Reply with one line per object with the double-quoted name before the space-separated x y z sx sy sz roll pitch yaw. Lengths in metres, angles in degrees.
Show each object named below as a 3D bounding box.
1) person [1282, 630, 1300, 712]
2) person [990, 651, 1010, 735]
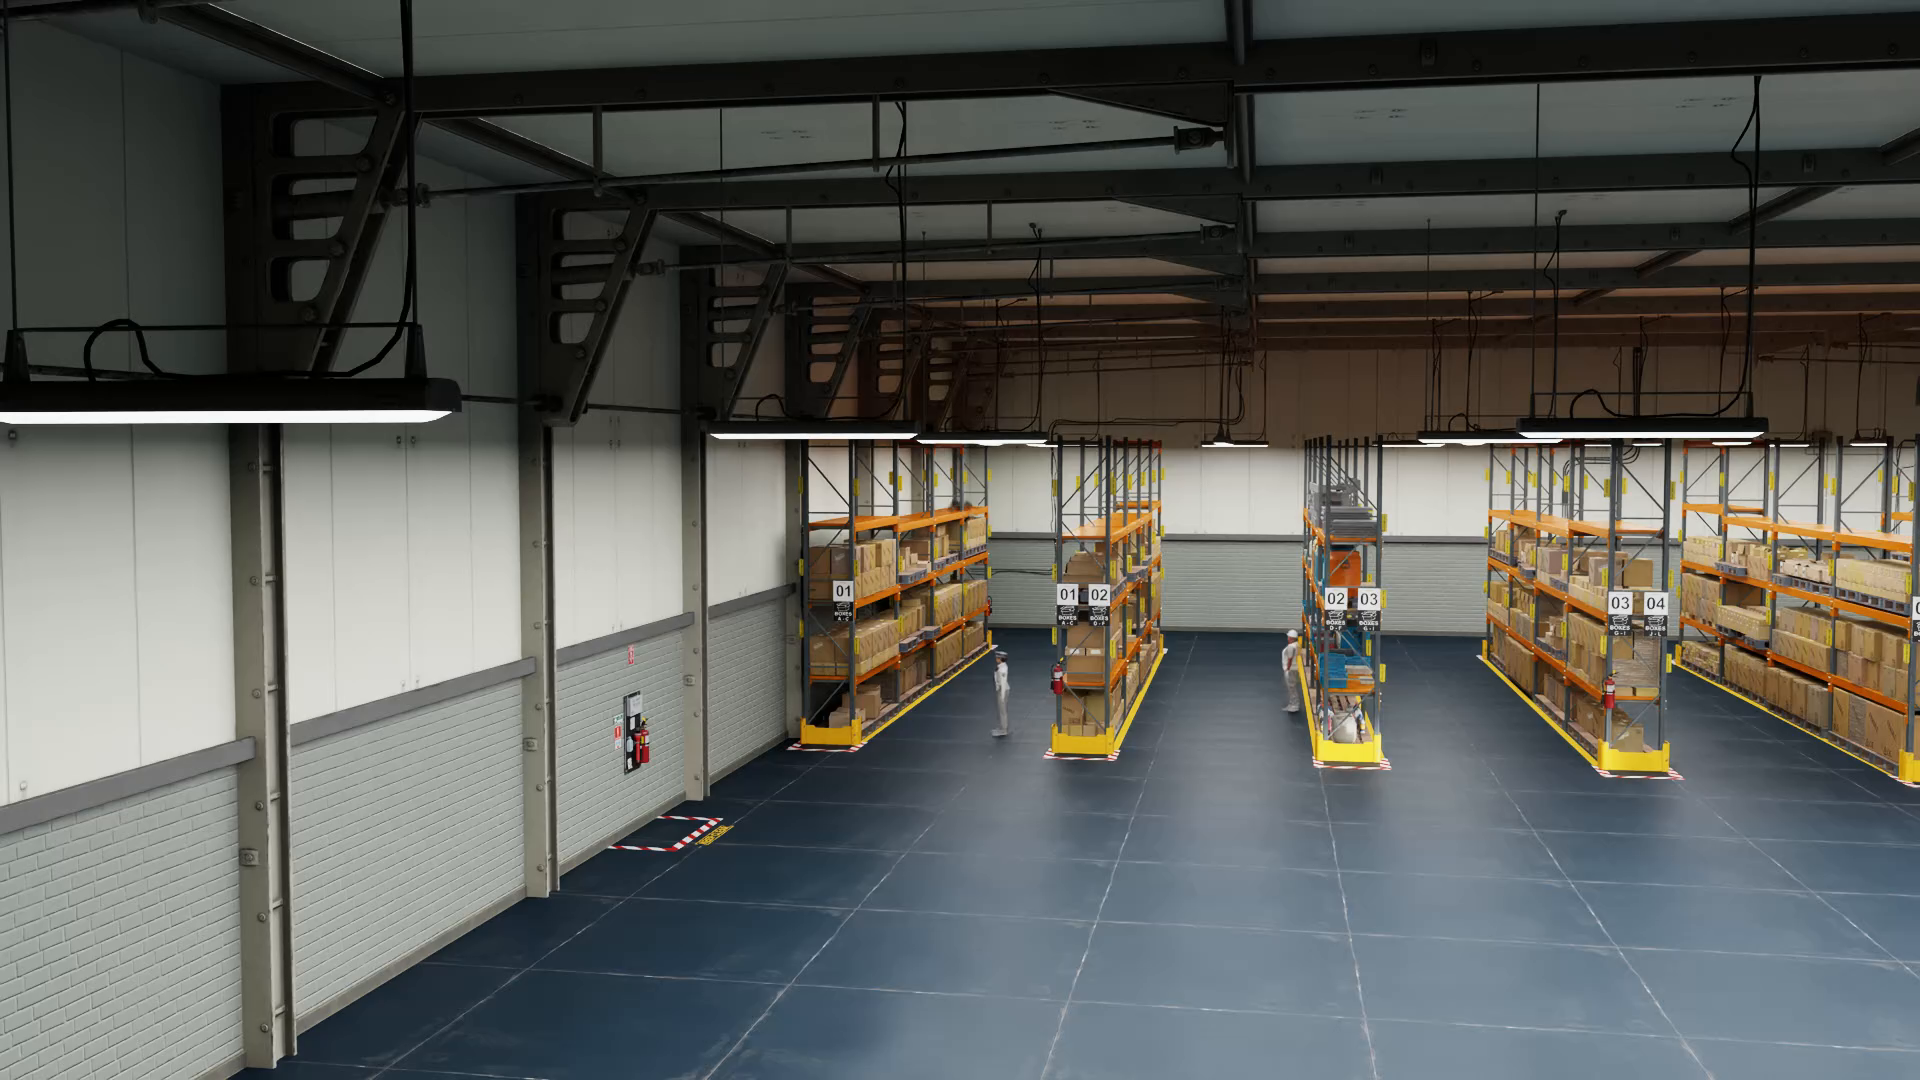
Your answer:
"person" 7.256 2.869 36.463 0.399 1.808 0.638 0 3 5
"person" 0.809 3.072 33.437 0.391 1.677 0.532 0 3 -3
